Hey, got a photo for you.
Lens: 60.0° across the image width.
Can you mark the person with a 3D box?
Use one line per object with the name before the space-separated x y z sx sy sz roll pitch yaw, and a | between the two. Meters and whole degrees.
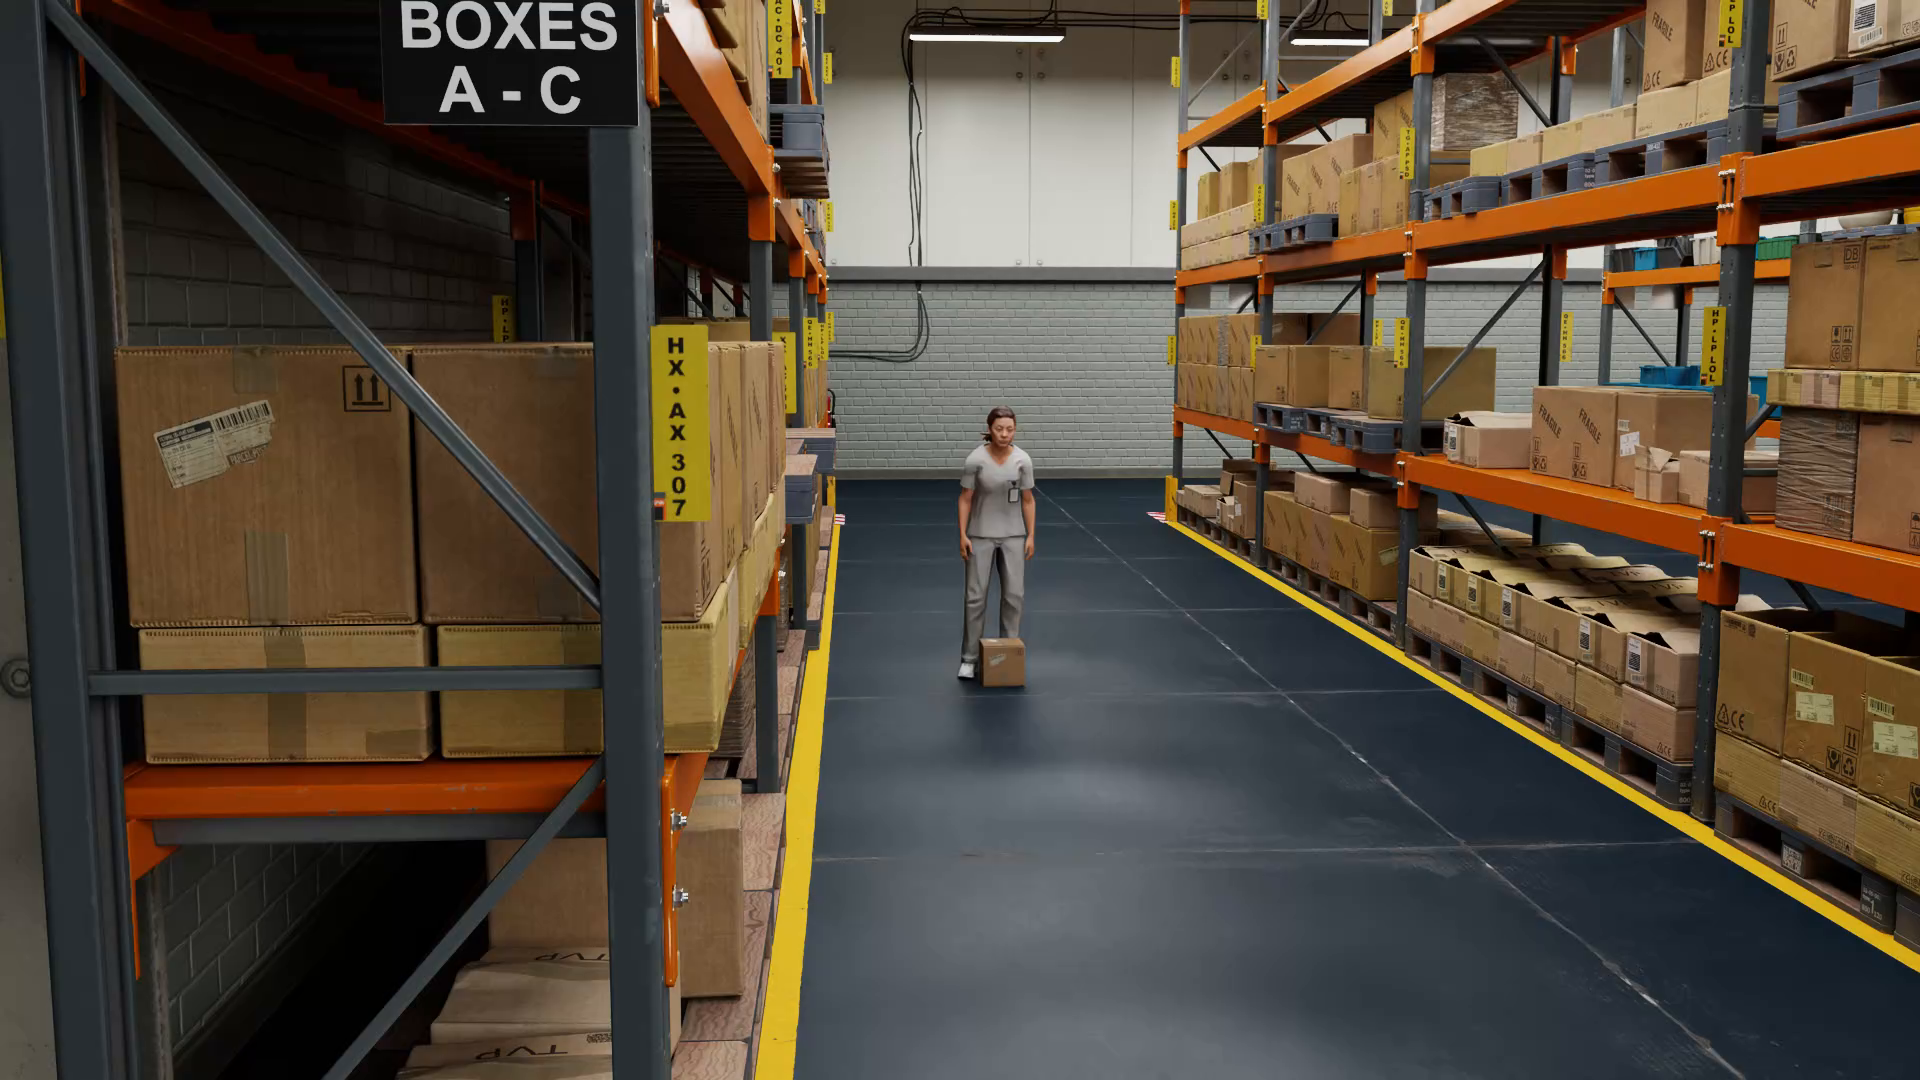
person | 0.227 0.008 10.198 0.498 1.671 0.416 -1 7 -7
